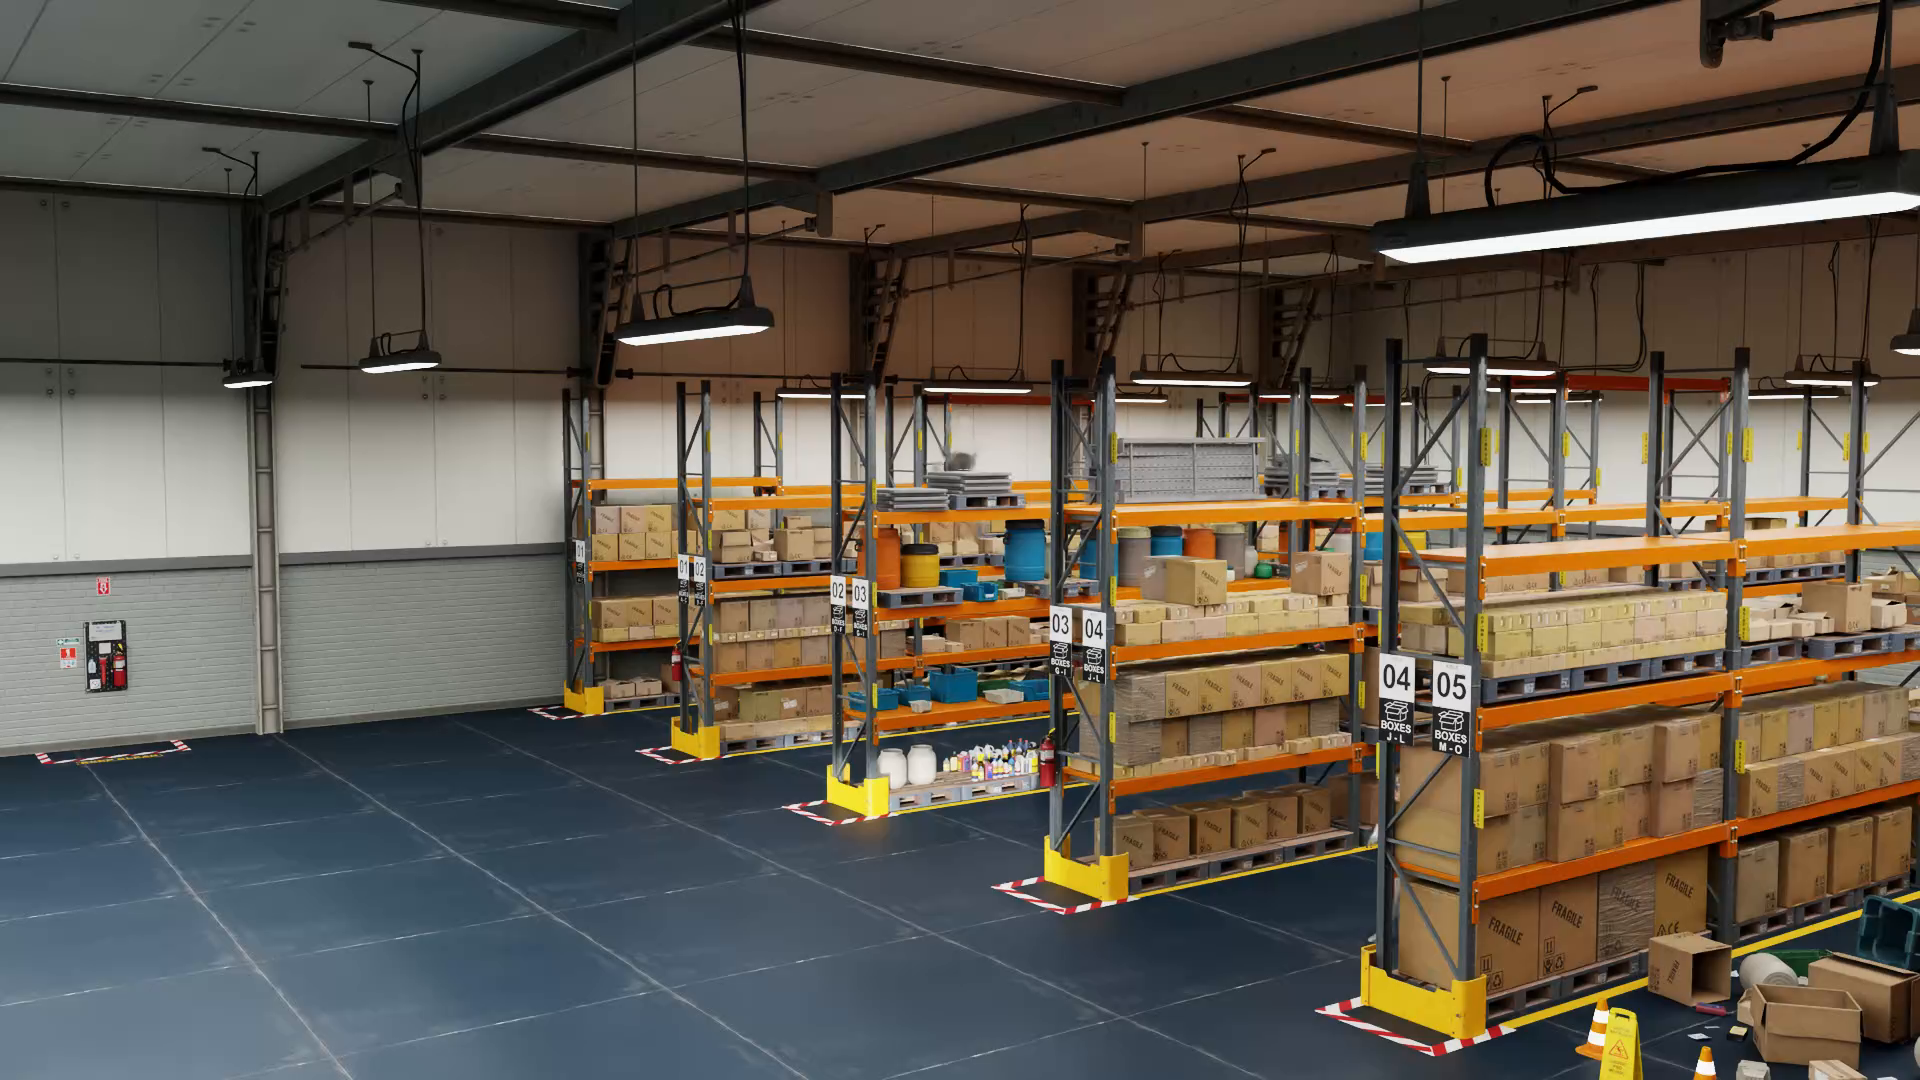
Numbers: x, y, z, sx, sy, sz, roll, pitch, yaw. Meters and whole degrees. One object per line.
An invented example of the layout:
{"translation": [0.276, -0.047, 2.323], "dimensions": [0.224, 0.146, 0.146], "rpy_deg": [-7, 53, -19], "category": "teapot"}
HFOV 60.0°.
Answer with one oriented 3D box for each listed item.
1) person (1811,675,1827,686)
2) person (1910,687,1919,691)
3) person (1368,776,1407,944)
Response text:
{"translation": [12.667, 2.769, 24.546], "dimensions": [0.573, 1.628, 0.603], "rpy_deg": [-3, 5, -36], "category": "person"}
{"translation": [13.359, 2.858, 23.248], "dimensions": [0.546, 1.624, 0.566], "rpy_deg": [-3, 5, -37], "category": "person"}
{"translation": [4.474, 3.225, 16.957], "dimensions": [0.890, 1.668, 0.616], "rpy_deg": [-3, 5, -41], "category": "person"}
